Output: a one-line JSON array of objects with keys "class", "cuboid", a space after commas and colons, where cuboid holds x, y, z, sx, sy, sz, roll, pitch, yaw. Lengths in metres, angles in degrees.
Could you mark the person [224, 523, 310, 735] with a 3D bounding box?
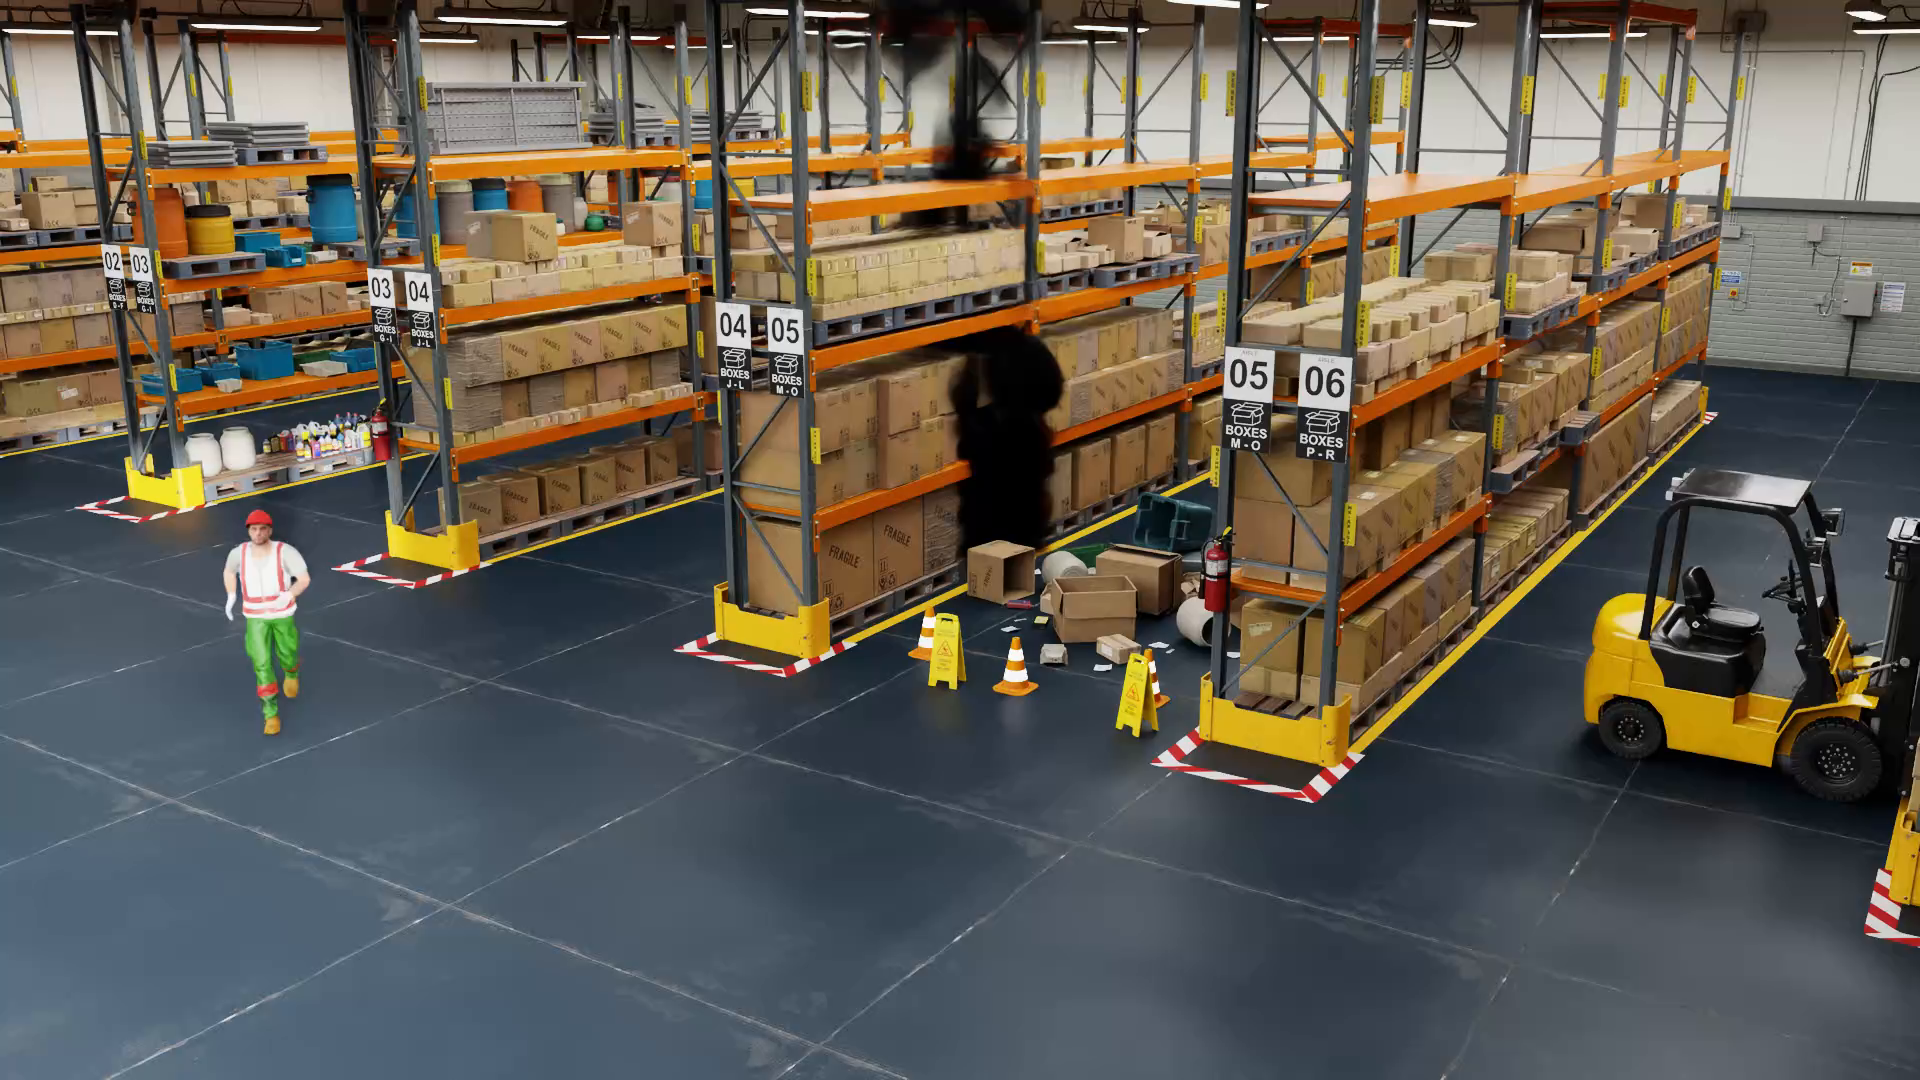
[{"class": "person", "cuboid": [-5.661, 0.632, 13.642, 0.678, 1.722, 0.976, -4, 16, -15]}]
